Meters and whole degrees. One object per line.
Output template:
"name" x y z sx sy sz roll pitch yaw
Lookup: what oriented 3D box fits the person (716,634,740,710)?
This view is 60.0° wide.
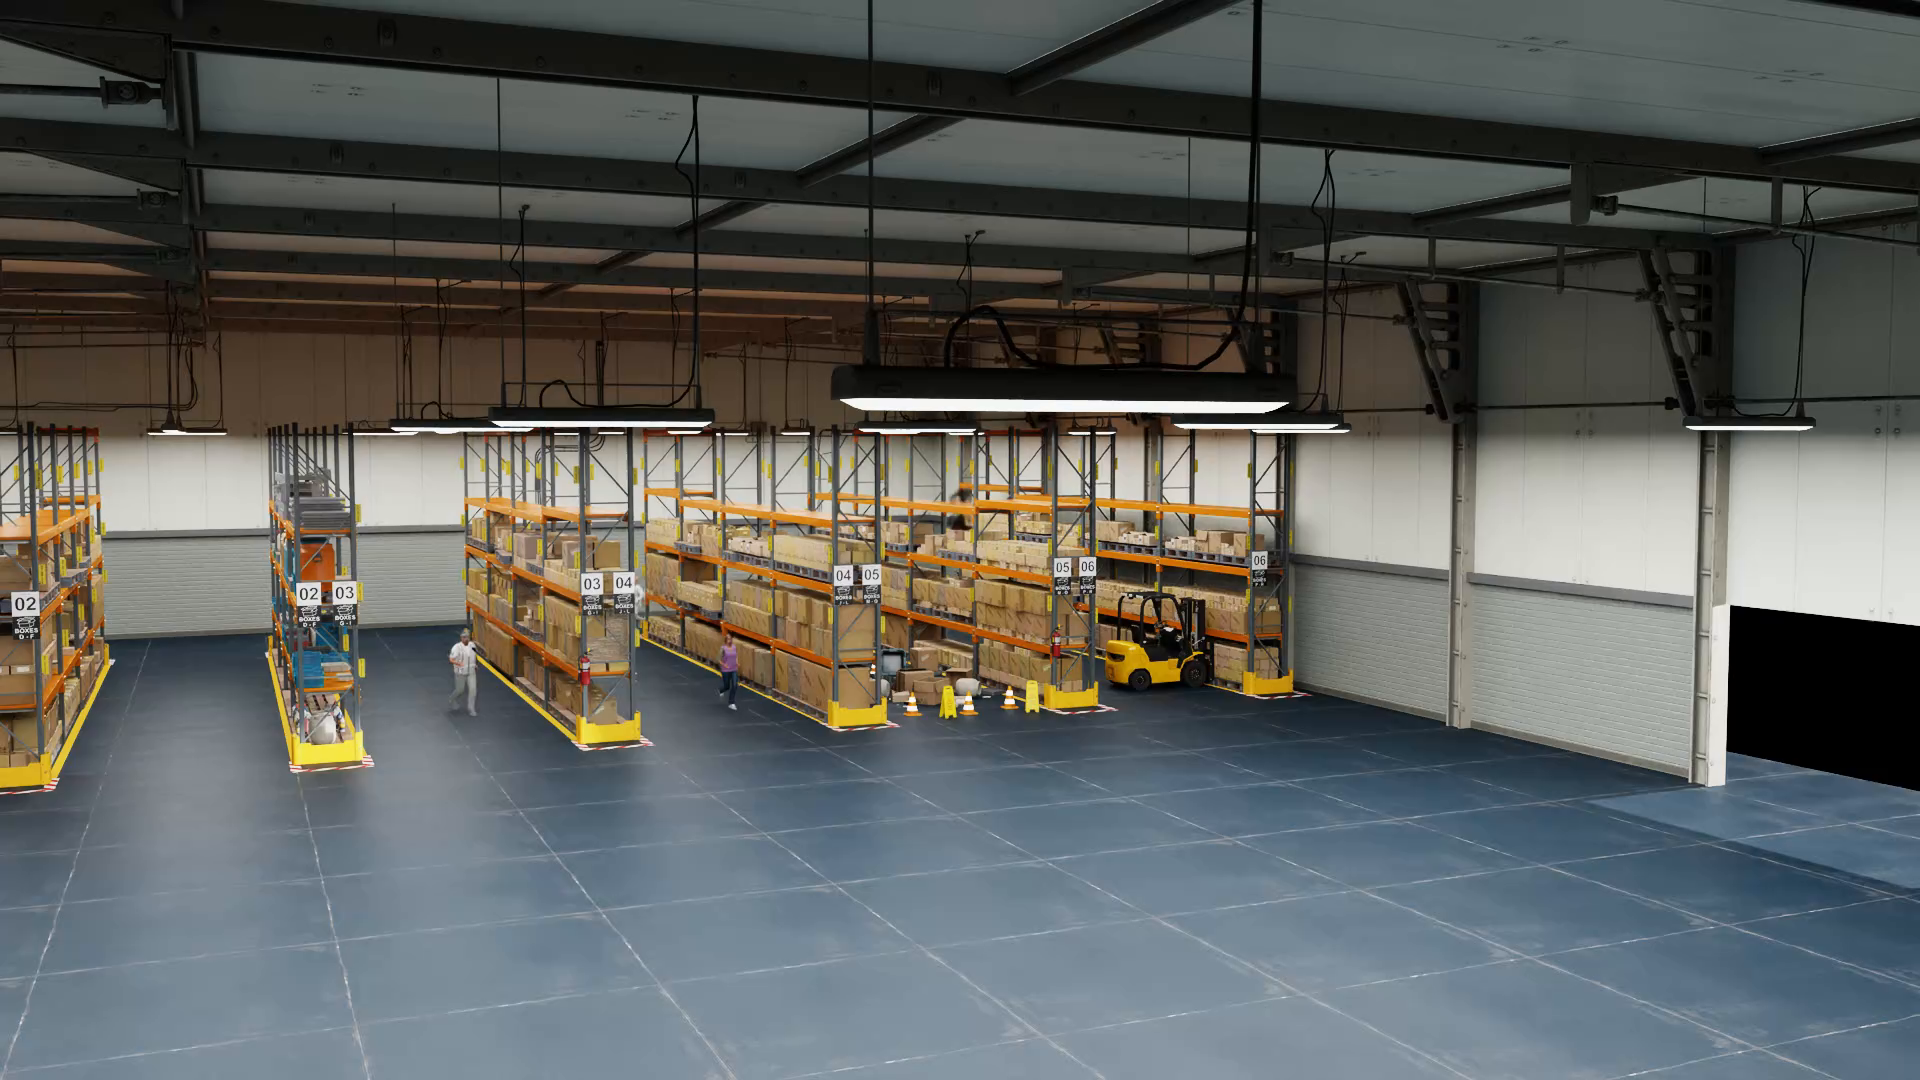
"person" -4.919 2.786 35.329 0.547 1.584 0.759 -2 4 -30

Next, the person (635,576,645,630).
"person" -9.501 1.895 48.954 0.664 1.672 0.764 -2 4 -34

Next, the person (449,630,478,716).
"person" -10.298 2.735 34.521 0.647 1.762 0.943 -3 5 -39
